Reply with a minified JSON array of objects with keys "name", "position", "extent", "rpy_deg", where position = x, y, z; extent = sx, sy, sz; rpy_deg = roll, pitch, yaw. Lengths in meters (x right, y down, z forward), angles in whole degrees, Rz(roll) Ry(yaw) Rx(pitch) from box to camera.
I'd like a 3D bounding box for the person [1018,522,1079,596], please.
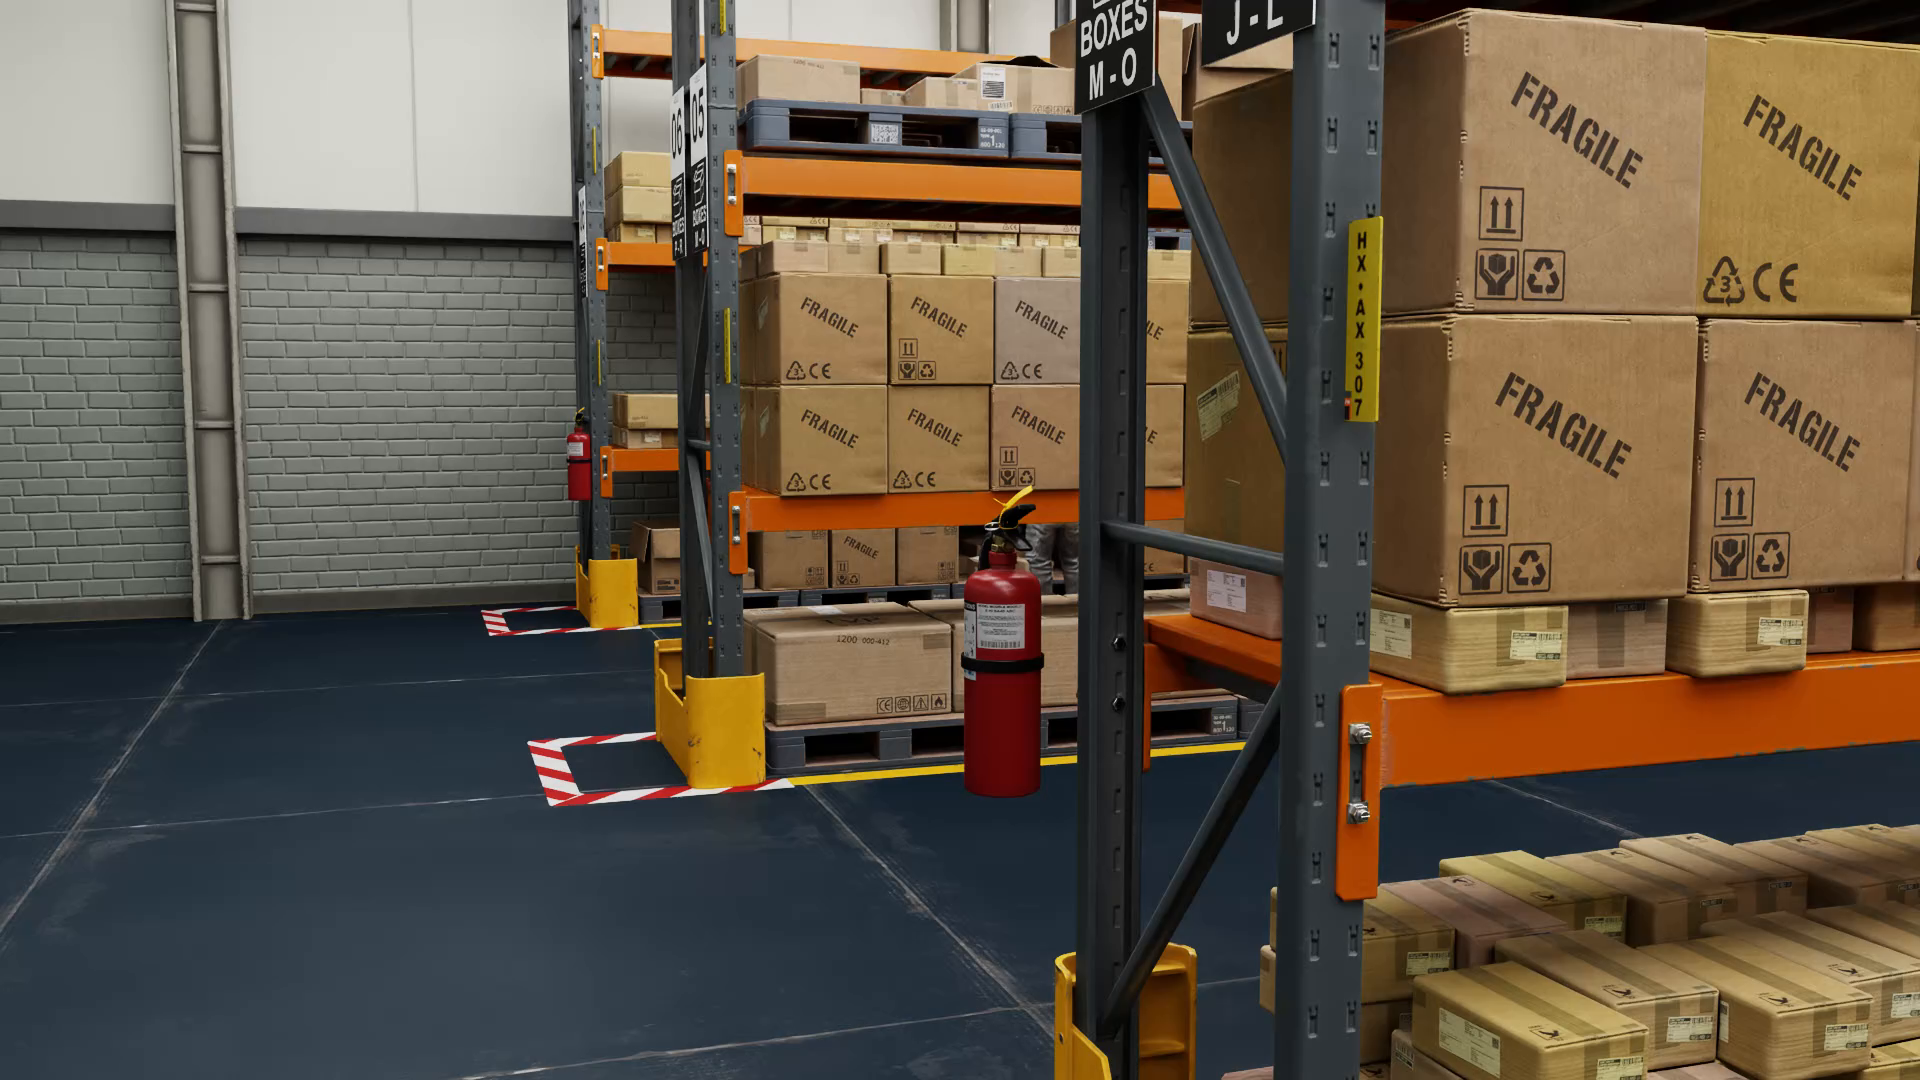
[{"name":"person","position":[0.646,-0.175,11.554],"extent":[0.553,1.809,0.393],"rpy_deg":[-2,6,-17]}]
